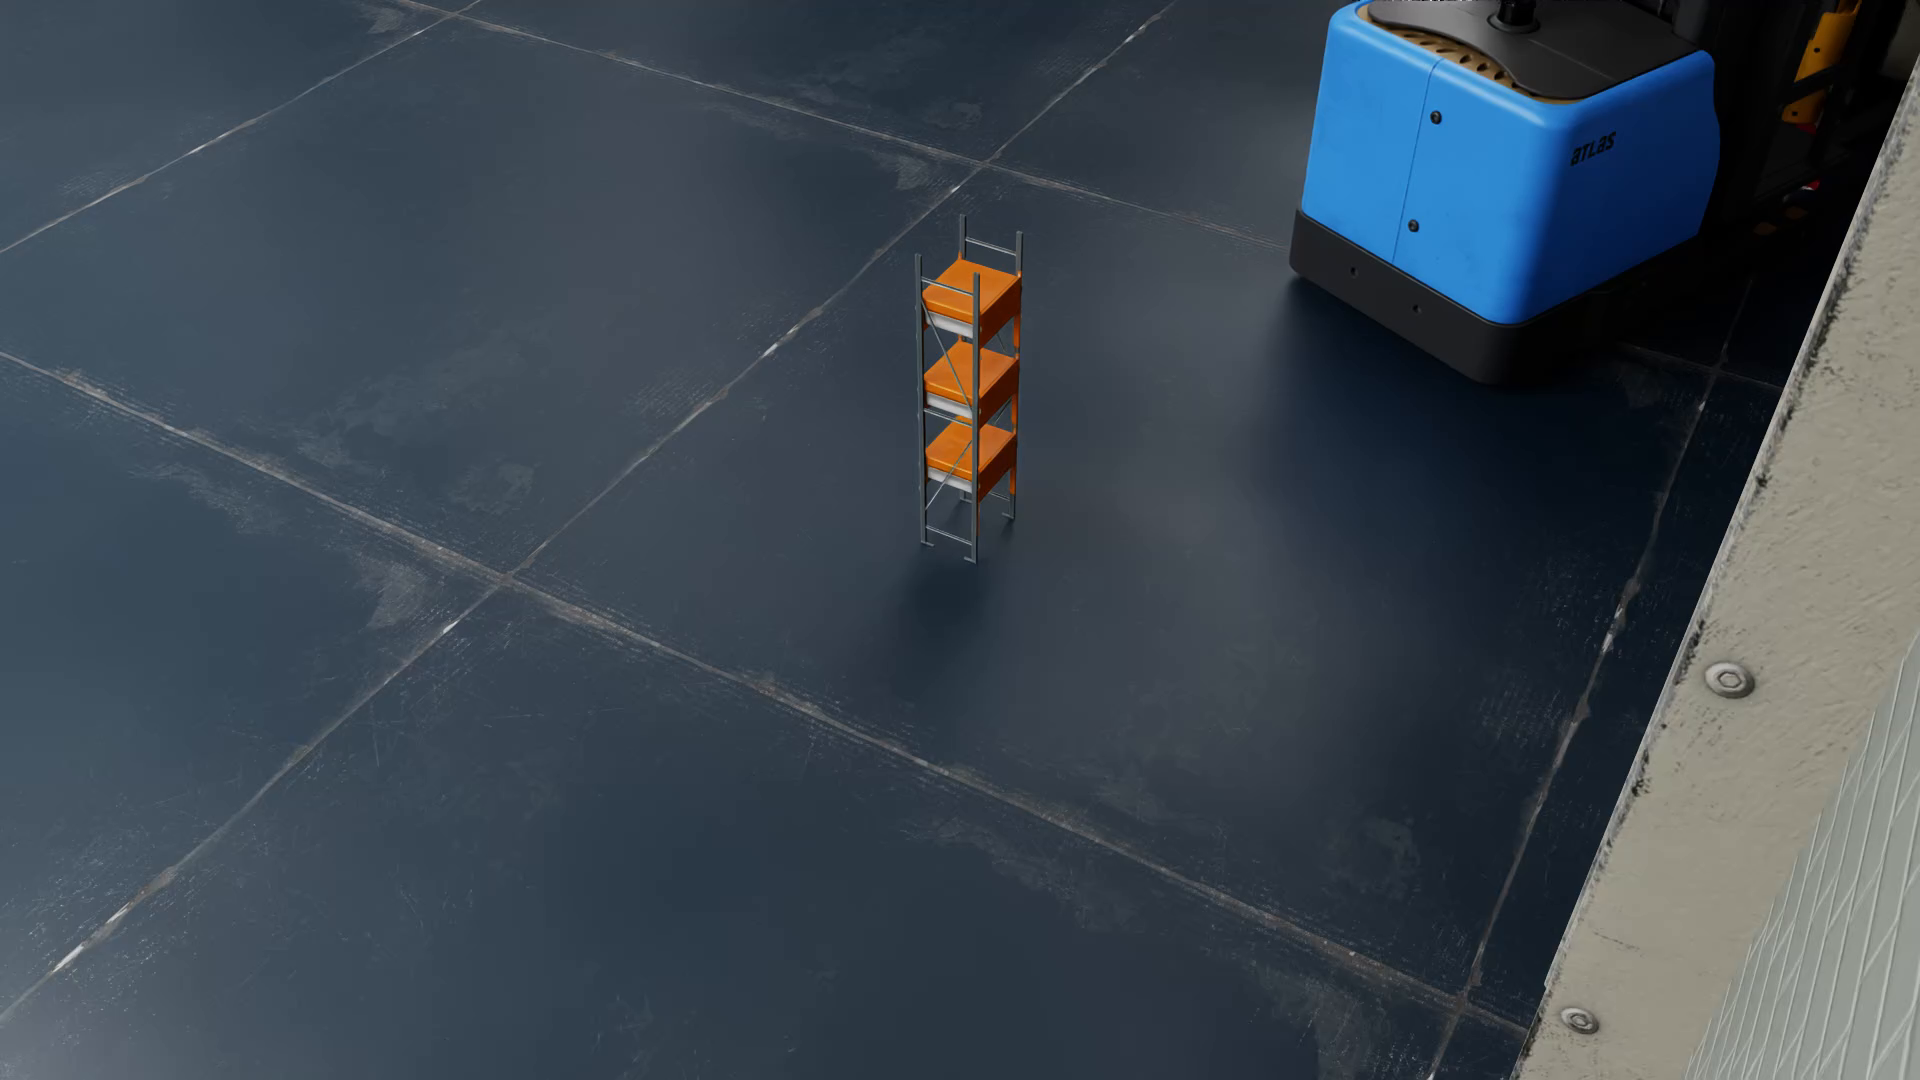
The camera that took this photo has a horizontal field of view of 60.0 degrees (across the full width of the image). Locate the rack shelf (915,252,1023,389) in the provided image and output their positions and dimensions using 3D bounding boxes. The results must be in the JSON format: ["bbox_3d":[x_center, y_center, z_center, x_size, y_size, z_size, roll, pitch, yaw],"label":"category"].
[{"bbox_3d":[0.027,-0.630,4.757,0.215,0.259,0.240,21,45,22],"label":"rack shelf"}]

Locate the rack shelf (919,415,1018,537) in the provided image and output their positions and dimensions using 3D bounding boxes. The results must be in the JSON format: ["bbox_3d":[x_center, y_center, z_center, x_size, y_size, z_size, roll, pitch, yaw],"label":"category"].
[{"bbox_3d":[0.027,-0.208,5.128,0.215,0.259,0.240,21,45,22],"label":"rack shelf"}]

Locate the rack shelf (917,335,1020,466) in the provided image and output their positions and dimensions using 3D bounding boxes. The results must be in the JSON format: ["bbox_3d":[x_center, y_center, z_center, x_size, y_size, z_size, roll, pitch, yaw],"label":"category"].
[{"bbox_3d":[0.027,-0.417,4.945,0.215,0.259,0.240,21,45,22],"label":"rack shelf"}]

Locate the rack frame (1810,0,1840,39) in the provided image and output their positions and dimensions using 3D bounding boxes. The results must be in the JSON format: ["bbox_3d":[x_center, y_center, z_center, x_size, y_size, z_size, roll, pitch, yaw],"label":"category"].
[{"bbox_3d":[3.348,-3.246,6.666,1.000,3.000,0.127,21,45,22],"label":"rack frame"}]

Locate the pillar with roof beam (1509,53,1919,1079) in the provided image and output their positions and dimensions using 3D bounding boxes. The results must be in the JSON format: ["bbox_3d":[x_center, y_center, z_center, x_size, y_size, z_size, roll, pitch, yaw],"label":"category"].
[{"bbox_3d":[-2.253,-3.588,2.516,9.100,9.000,0.400,21,45,22],"label":"pillar with roof beam"}]

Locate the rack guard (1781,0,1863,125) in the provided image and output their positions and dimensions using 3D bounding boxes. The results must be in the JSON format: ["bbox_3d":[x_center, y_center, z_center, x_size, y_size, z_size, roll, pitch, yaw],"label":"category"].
[{"bbox_3d":[3.336,-2.294,7.477,1.175,0.500,0.348,21,45,22],"label":"rack guard"}]

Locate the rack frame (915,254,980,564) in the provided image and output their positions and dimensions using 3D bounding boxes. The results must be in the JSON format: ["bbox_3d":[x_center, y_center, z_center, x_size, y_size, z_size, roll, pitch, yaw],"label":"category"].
[{"bbox_3d":[-0.034,-0.355,4.859,0.200,1.050,0.008,21,45,22],"label":"rack frame"}]

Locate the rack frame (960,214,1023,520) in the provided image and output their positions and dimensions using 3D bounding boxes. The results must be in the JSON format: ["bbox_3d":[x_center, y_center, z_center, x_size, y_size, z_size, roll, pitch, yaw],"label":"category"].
[{"bbox_3d":[0.088,-0.494,5.017,0.200,1.050,0.008,21,45,22],"label":"rack frame"}]

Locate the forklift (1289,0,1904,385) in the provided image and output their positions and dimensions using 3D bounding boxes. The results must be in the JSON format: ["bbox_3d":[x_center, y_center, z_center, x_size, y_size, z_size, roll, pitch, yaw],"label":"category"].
[{"bbox_3d":[2.743,-2.424,5.785,3.031,2.935,1.130,-26,47,-26],"label":"forklift"}]

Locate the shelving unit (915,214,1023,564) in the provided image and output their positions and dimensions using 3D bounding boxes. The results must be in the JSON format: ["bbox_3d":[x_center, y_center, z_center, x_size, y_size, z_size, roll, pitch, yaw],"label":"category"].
[{"bbox_3d":[0.027,-0.425,4.938,0.215,1.050,0.252,21,45,22],"label":"shelving unit"}]
